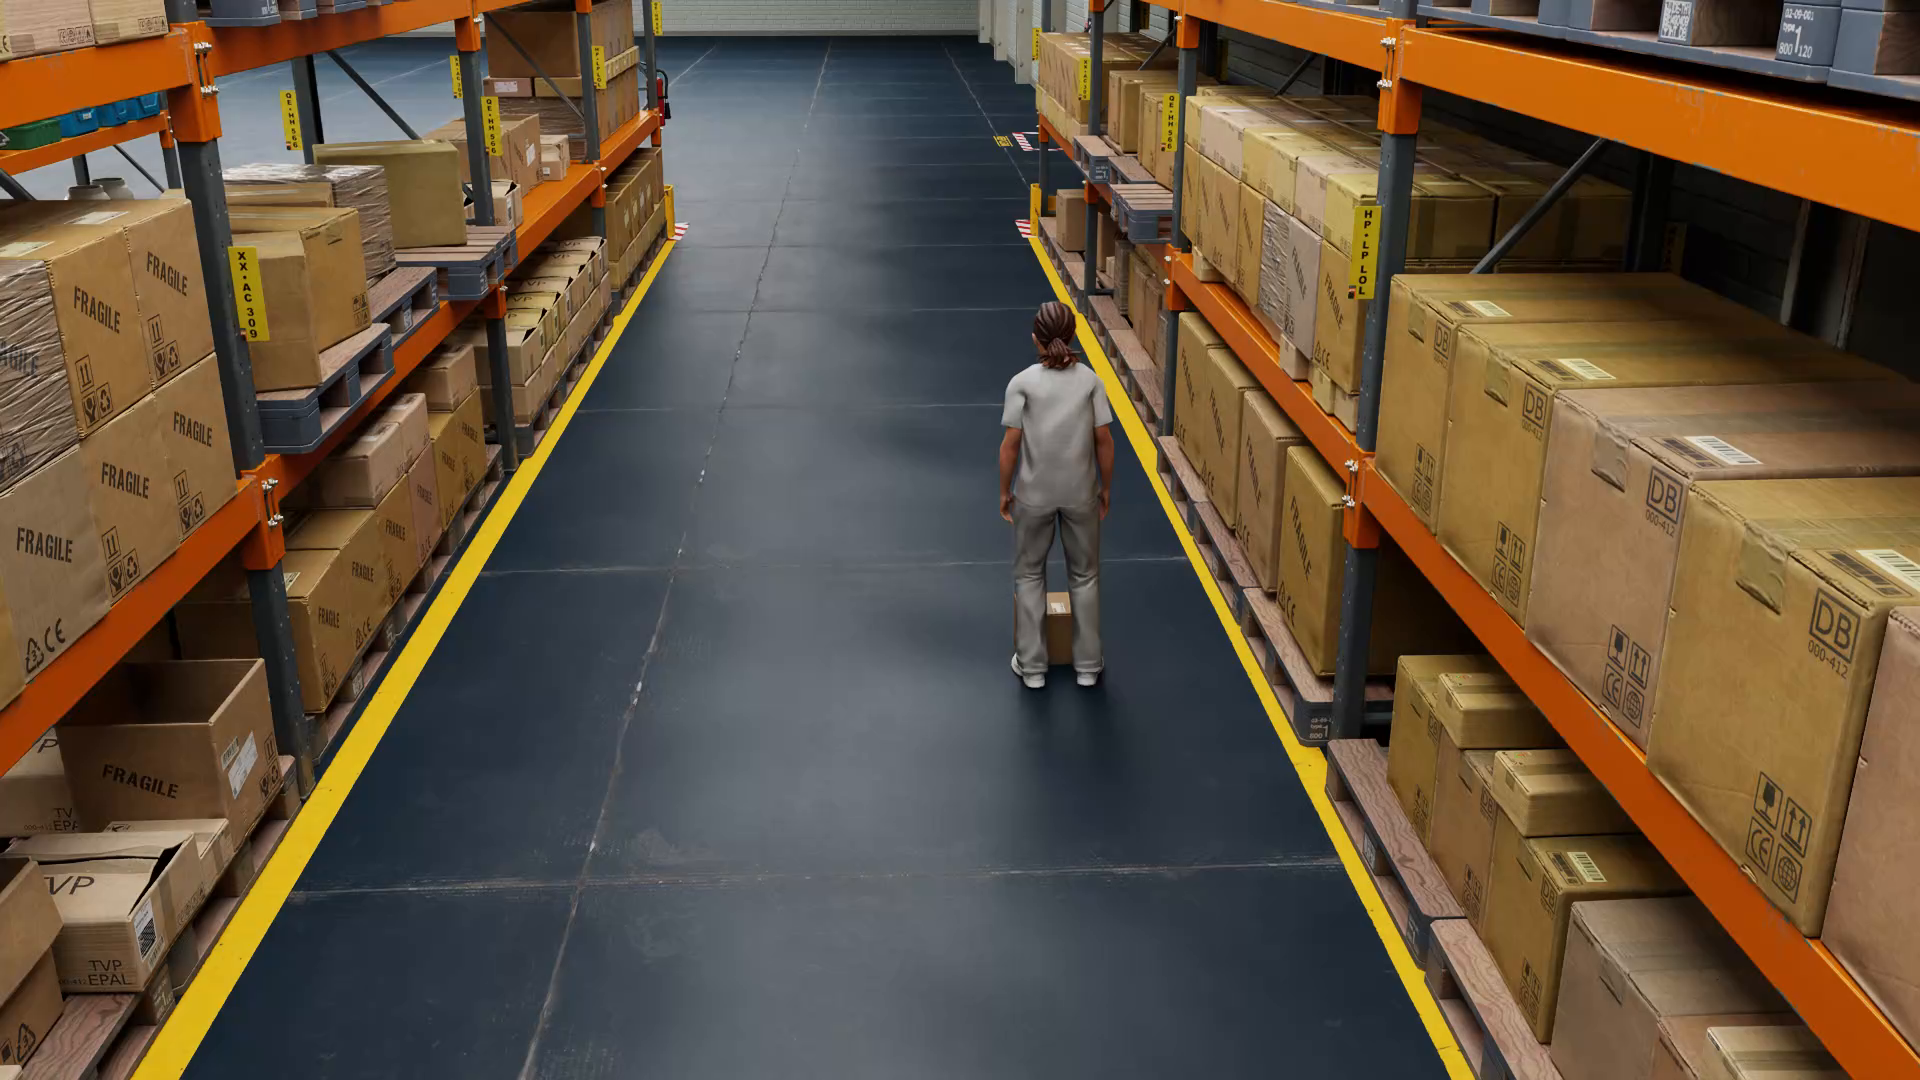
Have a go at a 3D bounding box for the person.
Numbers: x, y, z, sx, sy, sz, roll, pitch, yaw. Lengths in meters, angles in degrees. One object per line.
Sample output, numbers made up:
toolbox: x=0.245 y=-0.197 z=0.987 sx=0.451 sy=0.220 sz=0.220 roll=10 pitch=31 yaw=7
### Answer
person: x=0.407 y=-0.179 z=7.057 sx=0.490 sy=1.673 sz=0.353 roll=-1 pitch=21 yaw=-3
